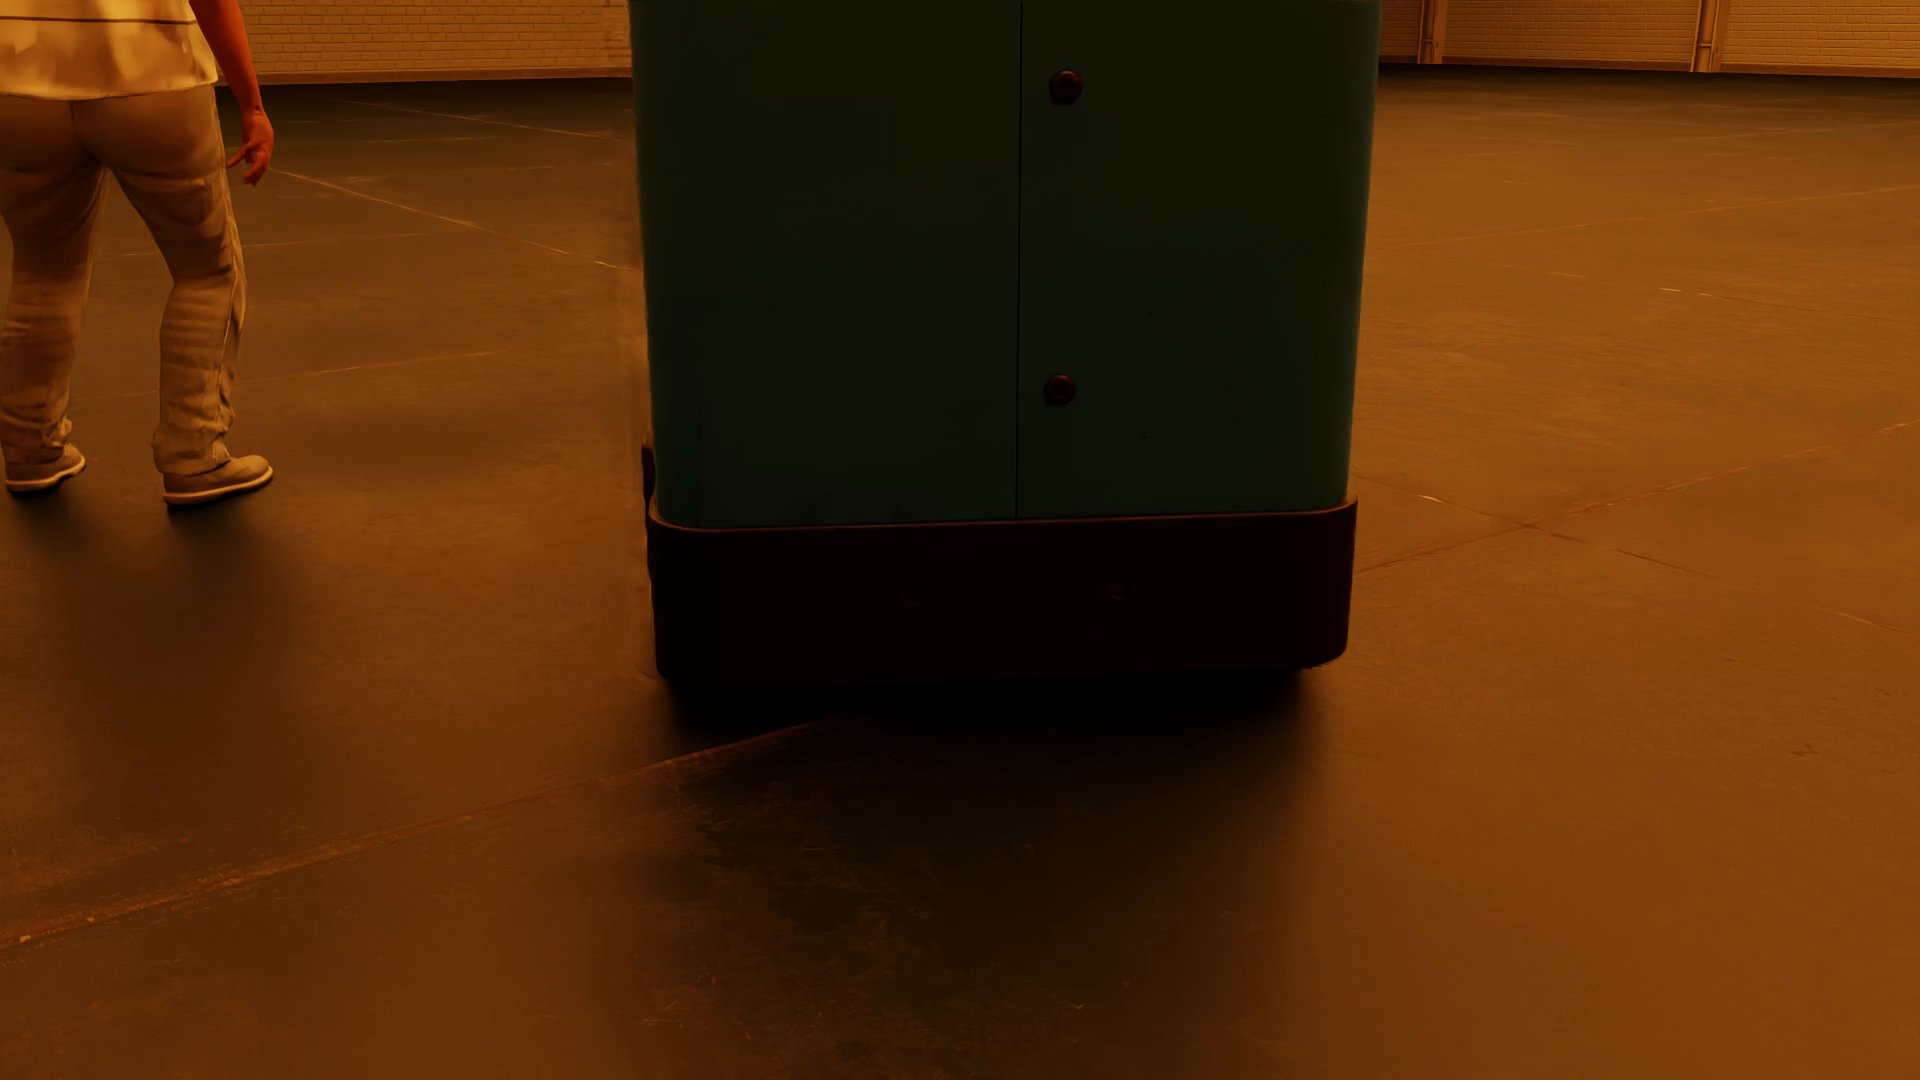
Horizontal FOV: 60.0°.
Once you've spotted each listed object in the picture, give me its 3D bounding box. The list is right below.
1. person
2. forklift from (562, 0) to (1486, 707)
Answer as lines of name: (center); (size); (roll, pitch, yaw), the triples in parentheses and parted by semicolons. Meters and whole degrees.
person: (-1.737, -0.909, 3.422); (0.613, 1.664, 0.444); (1, 18, 3)
forklift: (-0.259, -1.567, 3.395); (1.130, 2.935, 3.031); (-7, 19, -22)
